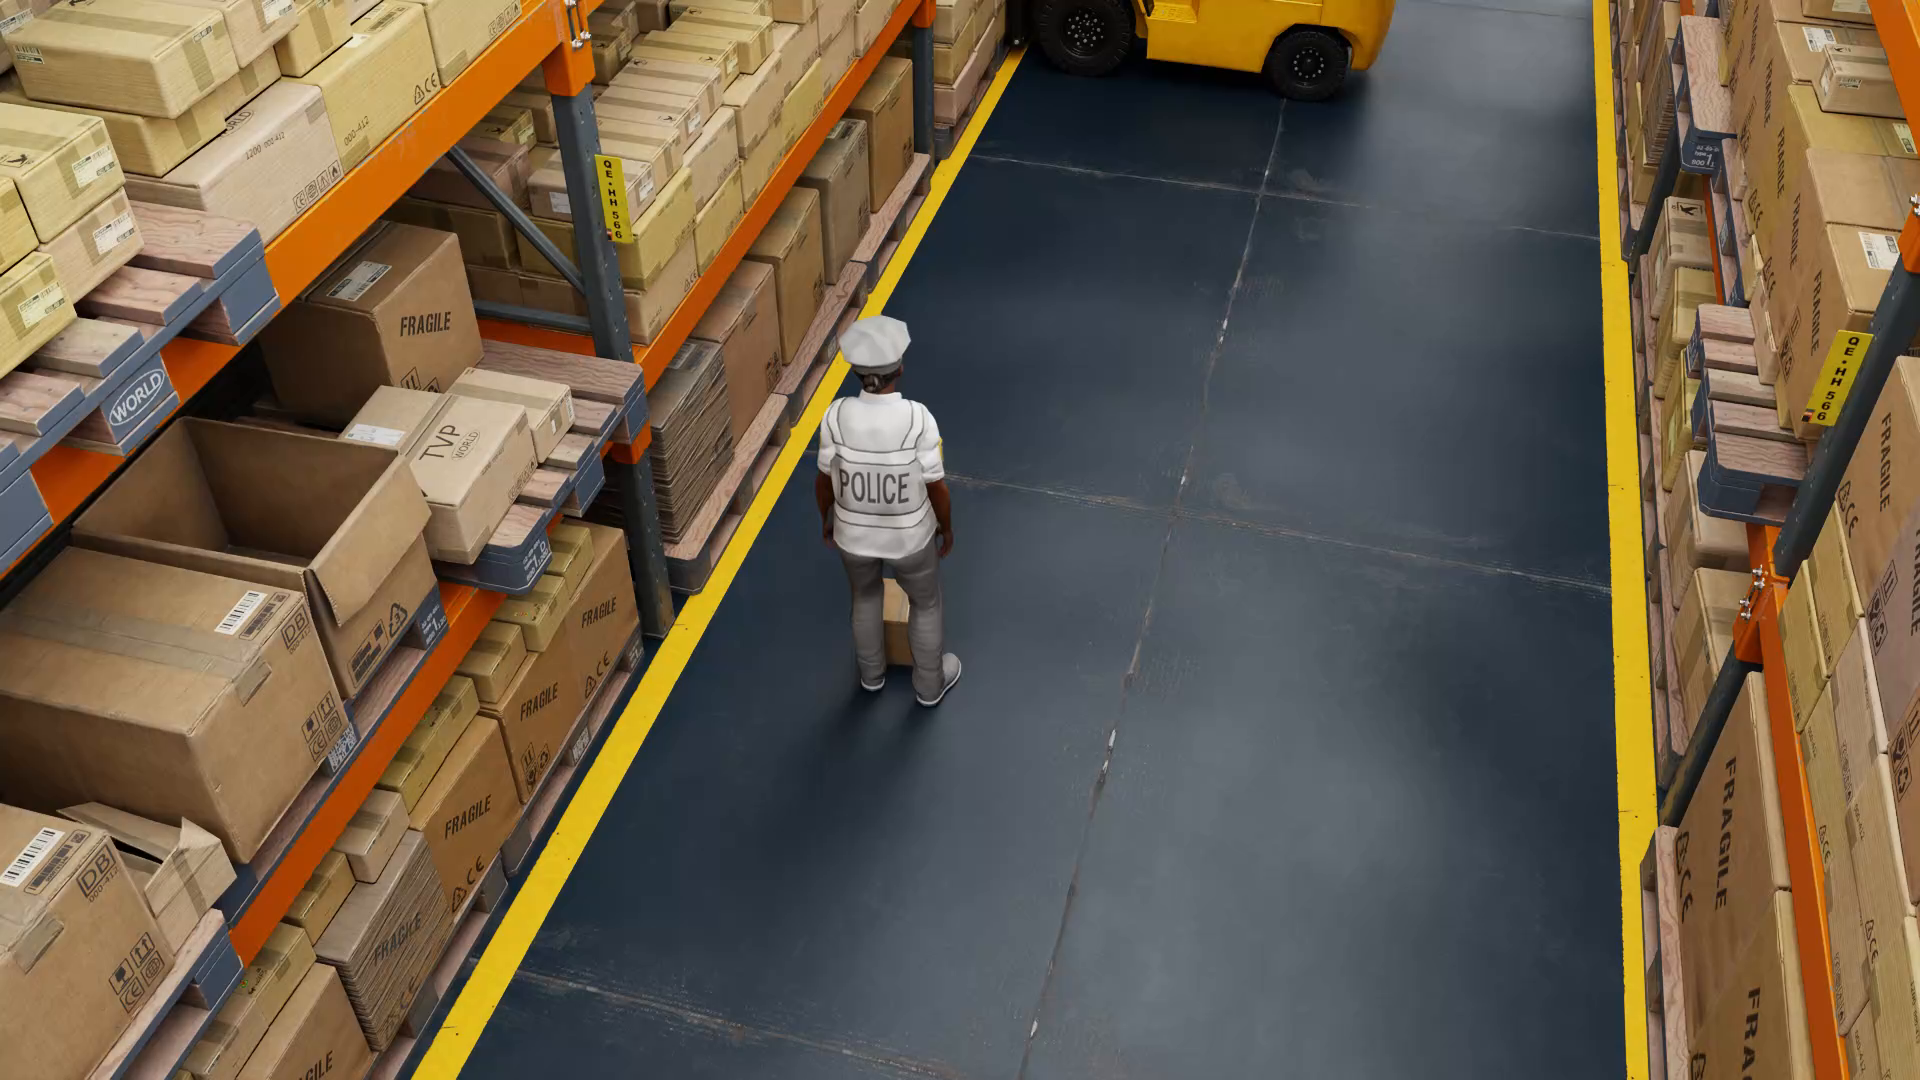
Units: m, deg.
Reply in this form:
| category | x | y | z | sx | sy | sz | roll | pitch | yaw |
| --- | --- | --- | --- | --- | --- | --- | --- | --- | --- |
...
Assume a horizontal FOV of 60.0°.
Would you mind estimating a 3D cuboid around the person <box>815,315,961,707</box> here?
| category | x | y | z | sx | sy | sz | roll | pitch | yaw |
| --- | --- | --- | --- | --- | --- | --- | --- | --- | --- |
| person | -0.266 | -0.050 | 6.215 | 0.521 | 1.659 | 0.417 | 6 | 42 | 6 |
